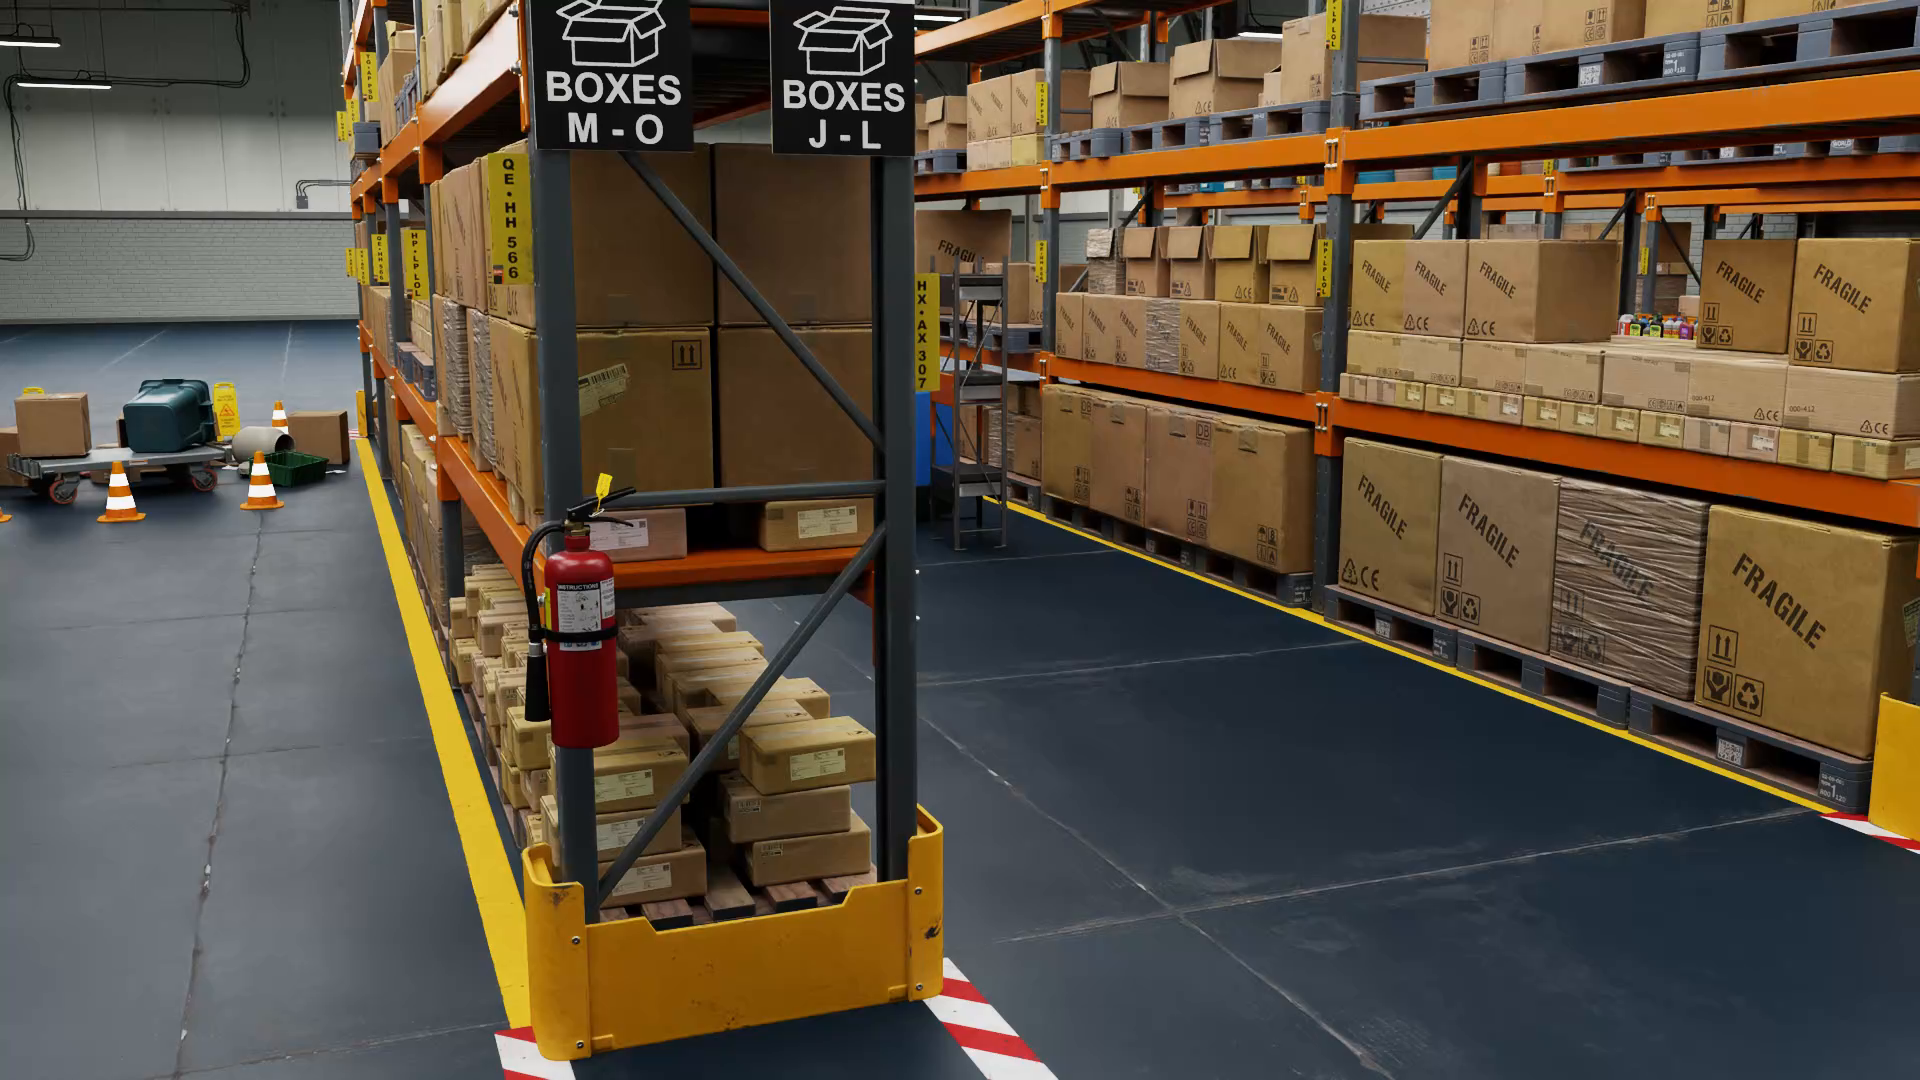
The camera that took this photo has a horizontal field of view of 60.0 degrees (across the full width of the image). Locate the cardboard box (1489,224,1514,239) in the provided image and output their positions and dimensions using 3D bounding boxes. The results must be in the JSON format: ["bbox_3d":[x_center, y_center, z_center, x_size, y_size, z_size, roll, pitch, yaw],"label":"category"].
[{"bbox_3d":[7.858,-4.171,23.315,0.700,0.500,0.500,-4,11,-22],"label":"cardboard box"}]

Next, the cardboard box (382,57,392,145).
[{"bbox_3d":[-3.362,-2.757,10.505,0.500,0.500,0.500,-4,11,-21],"label":"cardboard box"}]

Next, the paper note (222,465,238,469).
[{"bbox_3d":[-7.156,-0.715,16.376,0.172,0.023,0.155,0,10,-1],"label":"paper note"}]

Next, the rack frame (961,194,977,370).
[{"bbox_3d":[-0.299,-2.374,17.199,1.000,3.000,0.127,-4,11,-21],"label":"rack frame"}]

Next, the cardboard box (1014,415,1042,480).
[{"bbox_3d":[0.889,-0.815,14.316,0.700,0.500,0.500,-5,11,-24],"label":"cardboard box"}]

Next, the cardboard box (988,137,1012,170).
[{"bbox_3d":[0.557,-3.266,14.078,0.500,0.250,0.500,-4,11,-21],"label":"cardboard box"}]

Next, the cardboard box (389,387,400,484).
[{"bbox_3d":[-4.304,-0.921,14.258,1.050,0.750,0.750,-4,11,-21],"label":"cardboard box"}]

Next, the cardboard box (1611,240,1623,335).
[{"bbox_3d":[3.194,-1.369,8.991,0.500,0.500,0.500,-4,11,-20],"label":"cardboard box"}]

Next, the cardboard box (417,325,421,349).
[{"bbox_3d":[-3.340,-1.332,10.860,0.380,0.149,0.250,-3,11,-18],"label":"cardboard box"}]

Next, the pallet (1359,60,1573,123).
[{"bbox_3d":[2.887,-2.367,8.848,1.003,0.211,1.213,-4,11,-21],"label":"pallet"}]

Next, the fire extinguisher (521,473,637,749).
[{"bbox_3d":[-0.949,0.176,4.154,0.296,0.674,0.183,-4,11,-21],"label":"fire extinguisher"}]

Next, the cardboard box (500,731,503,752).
[{"bbox_3d":[-1.531,0.800,6.296,0.380,0.149,0.250,-4,11,-20],"label":"cardboard box"}]

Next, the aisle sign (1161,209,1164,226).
[{"bbox_3d":[2.569,-4.614,22.370,0.394,0.787,0.004,-4,11,-21],"label":"aisle sign"}]

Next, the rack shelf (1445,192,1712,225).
[{"bbox_3d":[8.211,-4.451,22.365,1.077,0.370,4.000,-4,11,-21],"label":"rack shelf"}]

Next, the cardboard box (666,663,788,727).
[{"bbox_3d":[-0.834,0.558,5.958,0.380,0.149,0.250,-4,11,-24],"label":"cardboard box"}]

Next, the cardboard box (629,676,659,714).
[{"bbox_3d":[-1.092,0.622,6.452,0.380,0.149,0.250,-3,11,-18],"label":"cardboard box"}]

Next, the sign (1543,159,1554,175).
[{"bbox_3d":[5.257,-3.424,14.839,0.100,0.325,0.005,-4,11,-21],"label":"sign"}]

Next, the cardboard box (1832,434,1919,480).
[{"bbox_3d":[3.614,-0.328,6.418,0.380,0.149,0.250,-4,11,-20],"label":"cardboard box"}]

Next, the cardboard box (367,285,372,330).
[{"bbox_3d":[-5.695,-2.473,17.328,0.875,0.550,0.500,-4,11,-21],"label":"cardboard box"}]

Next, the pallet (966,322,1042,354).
[{"bbox_3d":[0.793,-1.736,14.161,1.213,0.211,1.003,-4,11,-21],"label":"pallet"}]

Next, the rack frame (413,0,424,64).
[{"bbox_3d":[-2.059,-3.723,7.655,1.000,3.000,0.127,-4,11,-21],"label":"rack frame"}]

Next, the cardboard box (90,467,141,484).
[{"bbox_3d":[-7.830,-0.668,15.416,0.396,0.266,0.258,5,11,28],"label":"cardboard box"}]

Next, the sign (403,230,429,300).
[{"bbox_3d":[-2.575,-1.304,7.878,0.100,0.325,0.005,-4,11,-21],"label":"sign"}]

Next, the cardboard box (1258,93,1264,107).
[{"bbox_3d":[2.200,-2.880,11.000,0.380,0.149,0.250,-4,11,-23],"label":"cardboard box"}]

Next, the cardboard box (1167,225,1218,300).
[{"bbox_3d":[1.883,-1.928,11.543,0.797,0.503,0.637,-4,11,-19],"label":"cardboard box"}]

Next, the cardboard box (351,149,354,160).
[{"bbox_3d":[-6.307,-4.137,17.781,0.380,0.149,0.250,-4,11,-20],"label":"cardboard box"}]

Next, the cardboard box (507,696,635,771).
[{"bbox_3d":[-1.288,0.638,5.510,0.380,0.149,0.250,-4,11,-22],"label":"cardboard box"}]

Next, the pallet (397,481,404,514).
[{"bbox_3d":[-4.163,-0.382,13.964,1.003,0.211,1.213,-4,11,-21],"label":"pallet"}]

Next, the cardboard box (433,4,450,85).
[{"bbox_3d":[-1.777,-1.913,6.471,0.500,0.250,0.500,-3,11,-18],"label":"cardboard box"}]

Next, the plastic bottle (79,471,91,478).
[{"bbox_3d":[-8.255,-0.628,15.774,0.133,0.061,0.283,-2,10,-11],"label":"plastic bottle"}]

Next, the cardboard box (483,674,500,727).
[{"bbox_3d":[-1.658,0.611,6.511,0.380,0.149,0.250,-4,11,-20],"label":"cardboard box"}]

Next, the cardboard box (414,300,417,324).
[{"bbox_3d":[-3.421,-1.516,11.047,0.380,0.149,0.250,-3,11,-18],"label":"cardboard box"}]

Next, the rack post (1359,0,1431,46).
[{"bbox_3d":[5.111,-5.424,16.647,1.013,1.000,3.121,-4,11,-21],"label":"rack post"}]

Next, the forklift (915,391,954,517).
[{"bbox_3d":[-1.222,-1.770,13.999,1.130,2.935,3.031,-6,12,-31],"label":"forklift"}]

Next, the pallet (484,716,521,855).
[{"bbox_3d":[-1.337,0.910,6.700,1.003,0.211,1.213,-4,11,-21],"label":"pallet"}]

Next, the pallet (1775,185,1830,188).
[{"bbox_3d":[9.648,-4.020,18.429,1.003,0.211,1.213,-3,11,-18],"label":"pallet"}]

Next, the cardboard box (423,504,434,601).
[{"bbox_3d":[-2.748,0.066,9.423,0.500,0.500,0.500,-4,11,-22],"label":"cardboard box"}]

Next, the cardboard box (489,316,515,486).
[{"bbox_3d":[-1.195,-0.454,5.270,0.500,0.500,0.500,-4,11,-22],"label":"cardboard box"}]

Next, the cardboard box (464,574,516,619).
[{"bbox_3d":[-2.083,0.253,7.678,0.380,0.149,0.250,-3,11,-18],"label":"cardboard box"}]

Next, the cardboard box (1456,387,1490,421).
[{"bbox_3d":[2.778,-0.704,8.532,0.380,0.149,0.250,-4,11,-22],"label":"cardboard box"}]

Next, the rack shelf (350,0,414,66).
[{"bbox_3d":[-4.234,-4.151,13.259,1.077,0.370,4.000,-4,11,-21],"label":"rack shelf"}]

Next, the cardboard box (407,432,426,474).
[{"bbox_3d":[-3.301,-0.557,10.783,0.500,0.250,0.500,-4,11,-22],"label":"cardboard box"}]

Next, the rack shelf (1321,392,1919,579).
[{"bbox_3d":[3.325,-0.387,8.085,1.077,0.370,4.000,-4,11,-21],"label":"rack shelf"}]

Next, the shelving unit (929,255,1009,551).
[{"bbox_3d":[0.060,-1.007,12.084,0.431,2.100,0.503,-4,11,-21],"label":"shelving unit"}]

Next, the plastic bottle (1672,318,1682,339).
[{"bbox_3d":[5.974,-1.709,13.830,0.097,0.271,0.097,0,10,0],"label":"plastic bottle"}]

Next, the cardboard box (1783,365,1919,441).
[{"bbox_3d":[3.627,-0.550,6.524,0.500,0.250,0.500,-4,11,-22],"label":"cardboard box"}]

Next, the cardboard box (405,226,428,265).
[{"bbox_3d":[-3.662,-2.038,12.170,0.700,0.500,0.500,-4,11,-21],"label":"cardboard box"}]

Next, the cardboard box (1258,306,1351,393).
[{"bbox_3d":[2.176,-1.176,10.181,0.500,0.500,0.500,-4,11,-21],"label":"cardboard box"}]

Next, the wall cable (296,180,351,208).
[{"bbox_3d":[-18.050,-12.601,47.852,2.305,6.003,0.169,-4,11,-21],"label":"wall cable"}]

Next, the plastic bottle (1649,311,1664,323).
[{"bbox_3d":[6.311,-1.939,15.086,0.061,0.283,0.133,-4,11,-21],"label":"plastic bottle"}]

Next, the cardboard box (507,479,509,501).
[{"bbox_3d":[-1.334,-0.196,5.675,0.380,0.149,0.250,-4,11,-23],"label":"cardboard box"}]

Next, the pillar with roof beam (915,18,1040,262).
[{"bbox_3d":[-1.722,-11.487,51.305,9.100,9.000,0.548,-4,11,-21],"label":"pillar with roof beam"}]

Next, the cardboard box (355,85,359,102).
[{"bbox_3d":[-5.388,-4.116,15.388,0.380,0.149,0.250,-4,11,-21],"label":"cardboard box"}]

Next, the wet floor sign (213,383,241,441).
[{"bbox_3d":[-8.264,-1.448,18.719,0.267,0.644,0.232,-6,12,-31],"label":"wet floor sign"}]

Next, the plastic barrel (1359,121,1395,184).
[{"bbox_3d":[4.704,-4.342,18.270,0.600,0.901,0.708,-4,11,-21],"label":"plastic barrel"}]

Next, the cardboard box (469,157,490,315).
[{"bbox_3d":[-1.388,-1.030,5.658,0.500,0.500,0.500,-3,11,-18],"label":"cardboard box"}]
